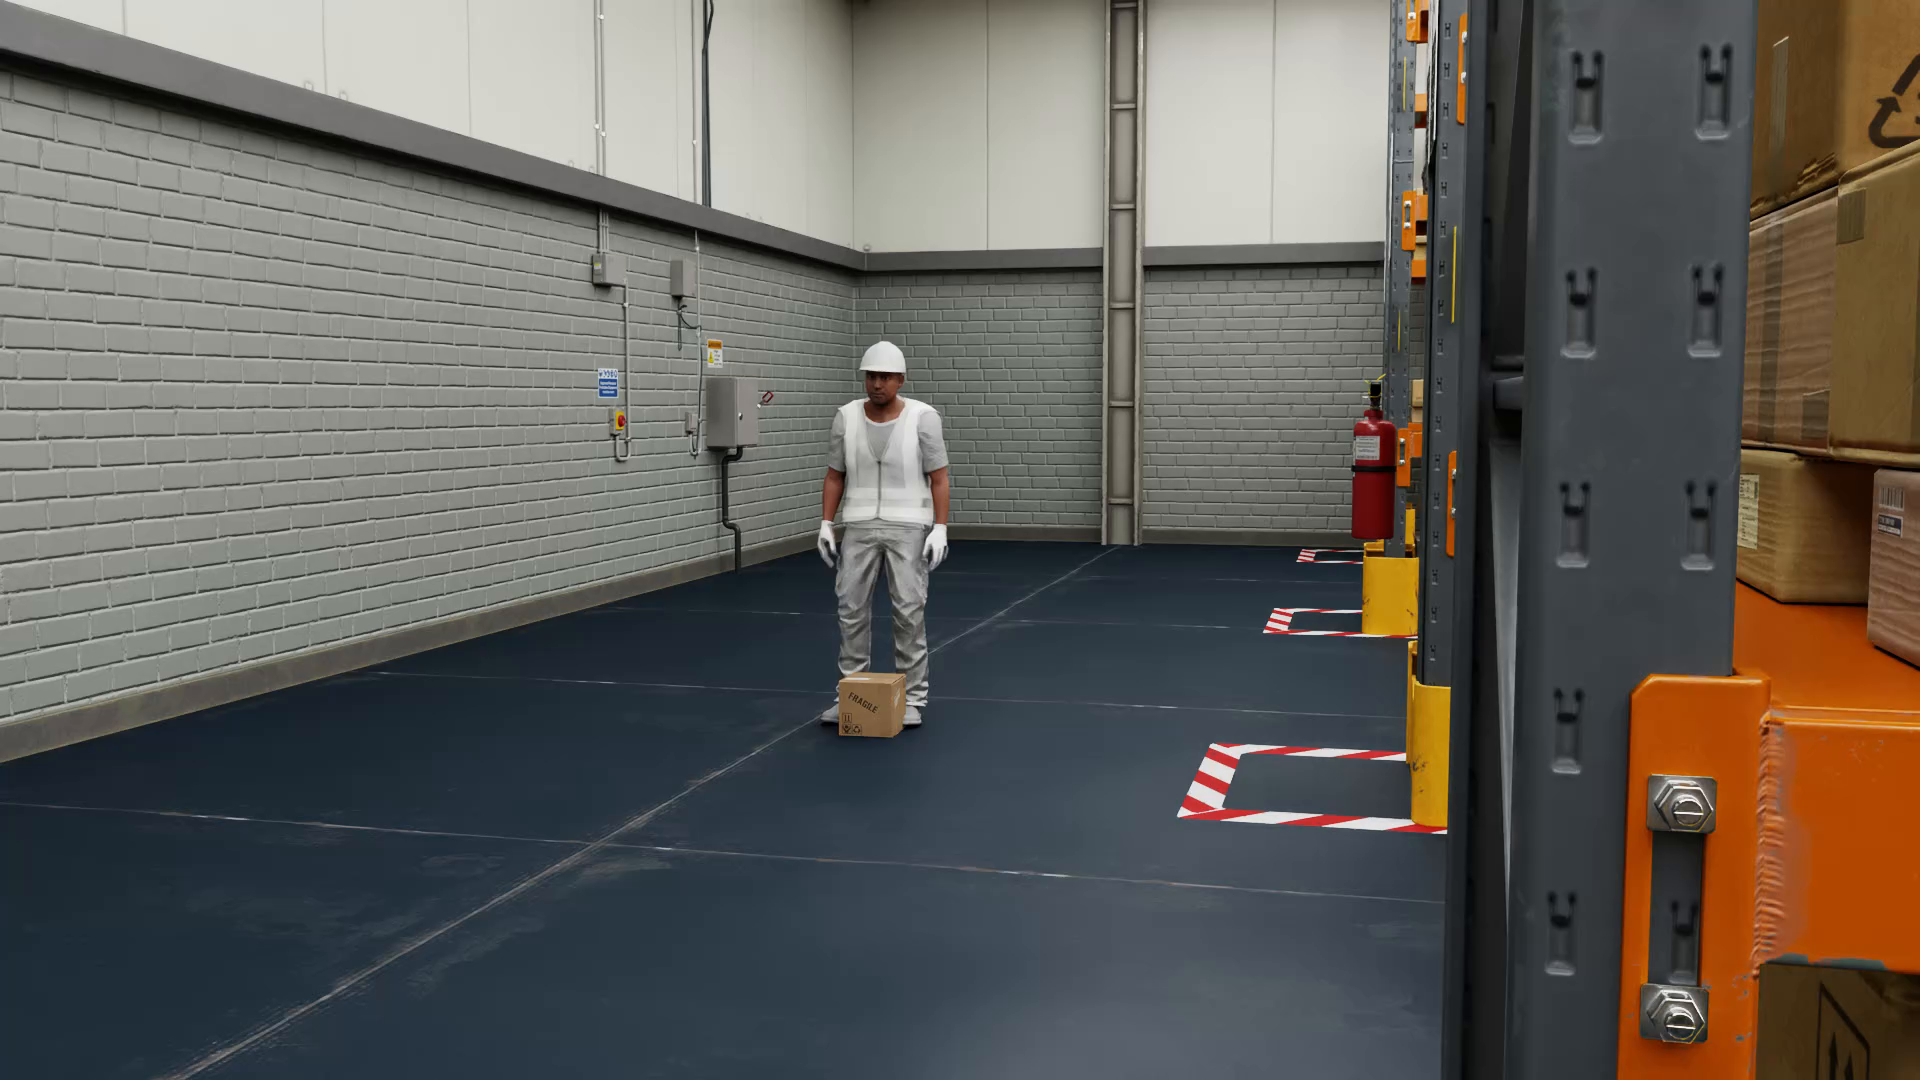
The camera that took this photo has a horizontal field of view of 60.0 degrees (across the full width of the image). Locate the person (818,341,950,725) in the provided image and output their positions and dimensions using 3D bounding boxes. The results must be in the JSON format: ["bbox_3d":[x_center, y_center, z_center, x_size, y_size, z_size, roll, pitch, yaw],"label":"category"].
[{"bbox_3d":[-0.357,-0.028,7.730,0.620,1.774,0.453,1,5,13],"label":"person"}]
